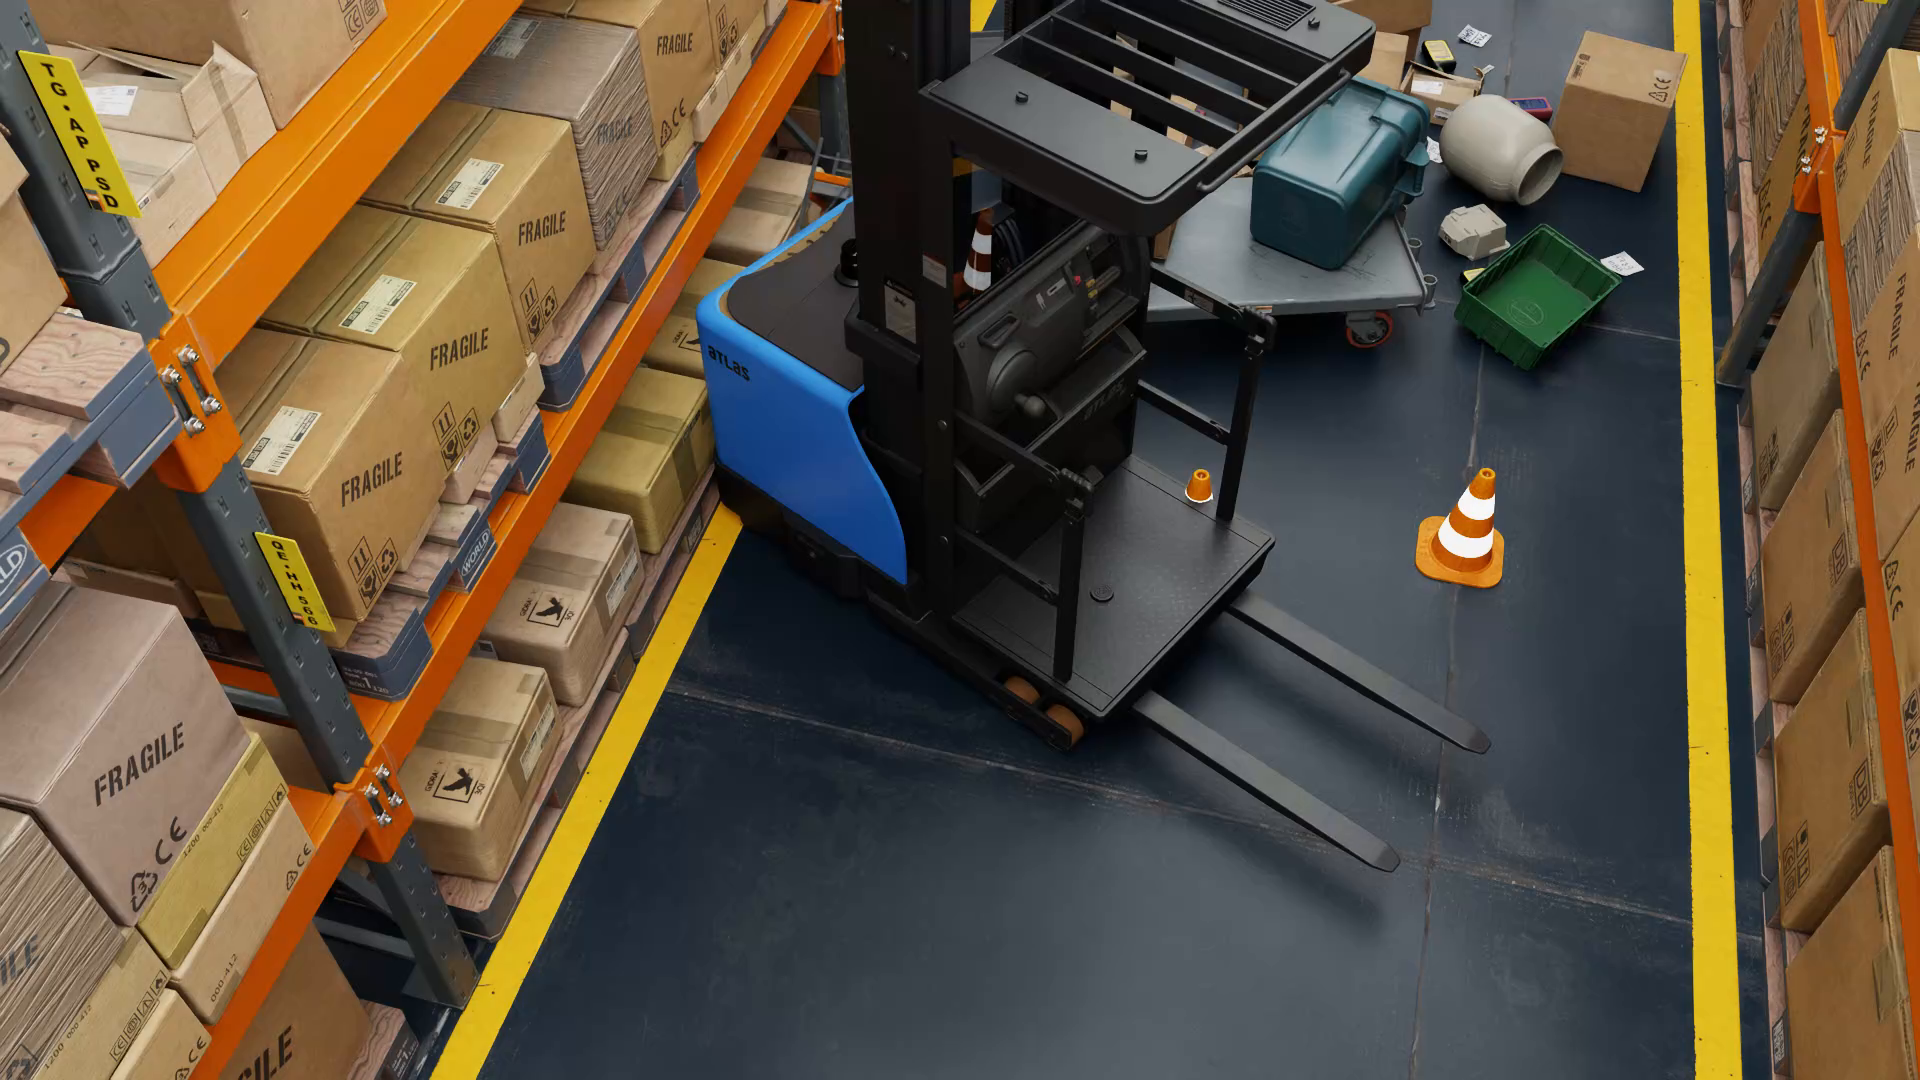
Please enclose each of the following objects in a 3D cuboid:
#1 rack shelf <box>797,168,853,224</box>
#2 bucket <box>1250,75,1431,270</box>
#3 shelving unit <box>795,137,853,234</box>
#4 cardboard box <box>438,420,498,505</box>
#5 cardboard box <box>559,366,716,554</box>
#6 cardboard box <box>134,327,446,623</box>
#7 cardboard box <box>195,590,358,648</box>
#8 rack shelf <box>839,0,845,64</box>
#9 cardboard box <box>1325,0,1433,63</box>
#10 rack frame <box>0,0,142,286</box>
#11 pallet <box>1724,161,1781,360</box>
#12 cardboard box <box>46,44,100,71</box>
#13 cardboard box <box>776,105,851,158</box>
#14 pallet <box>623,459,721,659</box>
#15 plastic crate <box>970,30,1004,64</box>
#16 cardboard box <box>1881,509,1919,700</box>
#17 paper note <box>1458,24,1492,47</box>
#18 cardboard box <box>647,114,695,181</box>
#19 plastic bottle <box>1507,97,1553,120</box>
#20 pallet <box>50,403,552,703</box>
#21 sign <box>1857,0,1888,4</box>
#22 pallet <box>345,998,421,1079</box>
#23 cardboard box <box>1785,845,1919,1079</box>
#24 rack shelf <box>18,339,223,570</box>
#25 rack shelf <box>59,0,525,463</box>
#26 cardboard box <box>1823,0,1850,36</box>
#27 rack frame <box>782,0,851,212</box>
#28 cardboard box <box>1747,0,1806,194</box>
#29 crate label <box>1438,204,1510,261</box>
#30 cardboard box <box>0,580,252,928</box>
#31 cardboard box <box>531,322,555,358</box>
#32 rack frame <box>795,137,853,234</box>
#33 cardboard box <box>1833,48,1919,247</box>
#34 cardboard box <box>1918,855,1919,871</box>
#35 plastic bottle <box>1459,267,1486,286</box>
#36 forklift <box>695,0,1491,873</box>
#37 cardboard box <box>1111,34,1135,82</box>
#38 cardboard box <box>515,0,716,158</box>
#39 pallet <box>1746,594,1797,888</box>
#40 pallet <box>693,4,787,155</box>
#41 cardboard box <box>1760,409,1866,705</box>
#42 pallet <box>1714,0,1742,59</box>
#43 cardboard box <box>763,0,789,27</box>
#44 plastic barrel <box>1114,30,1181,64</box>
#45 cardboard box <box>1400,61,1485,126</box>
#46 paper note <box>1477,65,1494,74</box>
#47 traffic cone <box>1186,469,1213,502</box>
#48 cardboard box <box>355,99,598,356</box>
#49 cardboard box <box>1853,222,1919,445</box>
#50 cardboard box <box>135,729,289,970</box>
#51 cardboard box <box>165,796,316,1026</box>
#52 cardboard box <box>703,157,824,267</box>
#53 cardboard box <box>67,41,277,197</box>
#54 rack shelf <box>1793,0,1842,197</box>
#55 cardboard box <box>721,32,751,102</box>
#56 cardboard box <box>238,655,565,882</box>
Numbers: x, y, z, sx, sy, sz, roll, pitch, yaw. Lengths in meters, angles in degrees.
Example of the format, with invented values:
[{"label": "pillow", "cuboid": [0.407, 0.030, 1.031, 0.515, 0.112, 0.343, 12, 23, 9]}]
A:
[{"label": "rack shelf", "cuboid": [-0.526, -1.409, 7.043, 0.215, 0.240, 0.259, 15, 91, 13]}, {"label": "bucket", "cuboid": [1.611, -1.587, 7.238, 0.726, 0.611, 0.620, 28, 64, 22]}, {"label": "shelving unit", "cuboid": [-0.595, -1.144, 7.050, 0.215, 0.252, 1.050, 15, 91, 13]}, {"label": "cardboard box", "cuboid": [-1.568, -0.265, 4.789, 0.380, 0.149, 0.250, 9, 49, 8]}, {"label": "cardboard box", "cuboid": [-1.506, -0.383, 6.479, 0.950, 0.372, 0.625, 13, 50, 11]}, {"label": "cardboard box", "cuboid": [-1.714, -0.174, 4.277, 0.500, 0.500, 0.500, 10, 49, 9]}, {"label": "cardboard box", "cuboid": [-1.791, 0.122, 4.448, 0.380, 0.149, 0.250, 9, 49, 8]}, {"label": "rack shelf", "cuboid": [-0.477, -3.726, 8.436, 1.077, 0.370, 4.000, 12, 50, 10]}, {"label": "cardboard box", "cuboid": [2.030, -2.814, 8.817, 0.797, 0.503, 0.637, -19, 51, -16]}, {"label": "rack frame", "cuboid": [-2.056, -1.609, 2.087, 1.000, 3.000, 0.127, 12, 50, 10]}, {"label": "pallet", "cuboid": [4.075, -1.225, 7.609, 1.003, 0.211, 1.213, 12, 50, 10]}, {"label": "cardboard box", "cuboid": [-2.118, -0.984, 3.704, 0.380, 0.149, 0.250, 12, 50, 10]}, {"label": "cardboard box", "cuboid": [-0.587, -2.120, 8.093, 0.500, 0.250, 0.500, 10, 49, 8]}, {"label": "pallet", "cuboid": [-1.526, -0.146, 6.657, 1.003, 0.211, 1.213, 12, 50, 10]}, {"label": "plastic crate", "cuboid": [0.201, -2.525, 8.844, 0.402, 0.080, 0.583, -4, 49, -3]}, {"label": "cardboard box", "cuboid": [2.870, 0.146, 4.473, 0.500, 0.500, 0.500, 11, 49, 9]}, {"label": "paper note", "cuboid": [2.812, -2.755, 9.081, 0.144, 0.017, 0.142, 28, 54, 22]}, {"label": "cardboard box", "cuboid": [-1.155, -1.411, 5.801, 0.380, 0.149, 0.250, 12, 50, 10]}, {"label": "plastic bottle", "cuboid": [2.900, -2.224, 8.591, 0.283, 0.061, 0.133, -4, 49, -3]}, {"label": "pallet", "cuboid": [-1.971, -0.097, 4.882, 1.213, 0.211, 1.003, 12, 50, 10]}, {"label": "sign", "cuboid": [3.263, -2.034, 5.834, 0.100, 0.325, 0.005, 12, 50, 10]}, {"label": "pallet", "cuboid": [-2.336, 1.854, 4.892, 1.003, 0.211, 1.213, 12, 50, 10]}, {"label": "cardboard box", "cuboid": [2.993, 1.463, 4.598, 1.050, 0.750, 0.750, 11, 49, 10]}, {"label": "rack shelf", "cuboid": [-2.582, 1.068, 2.205, 1.077, 0.370, 4.000, 12, 50, 10]}, {"label": "rack shelf", "cuboid": [-1.529, -1.825, 4.758, 1.077, 0.370, 4.000, 12, 50, 10]}, {"label": "cardboard box", "cuboid": [4.007, -2.335, 6.629, 0.875, 0.550, 0.550, 12, 50, 10]}, {"label": "rack frame", "cuboid": [-1.003, -2.517, 6.890, 1.000, 3.000, 0.127, 12, 50, 10]}, {"label": "cardboard box", "cuboid": [4.266, -2.143, 7.697, 0.875, 0.875, 0.875, 12, 50, 10]}, {"label": "crate label", "cuboid": [2.429, -1.466, 7.871, 0.298, 0.136, 0.250, -19, 51, -16]}, {"label": "cardboard box", "cuboid": [-1.940, 0.438, 3.548, 0.500, 0.500, 0.500, 10, 49, 9]}, {"label": "cardboard box", "cuboid": [-1.487, -0.649, 5.129, 0.380, 0.149, 0.250, 14, 50, 12]}, {"label": "rack frame", "cuboid": [-0.622, -1.149, 6.931, 0.200, 0.008, 1.050, 15, 91, 13]}, {"label": "cardboard box", "cuboid": [3.401, -1.319, 5.766, 0.500, 0.500, 0.500, 12, 50, 10]}, {"label": "cardboard box", "cuboid": [2.606, 0.868, 3.835, 0.500, 0.500, 0.500, 12, 50, 10]}, {"label": "plastic bottle", "cuboid": [2.416, -1.139, 7.633, 0.133, 0.061, 0.283, -11, 50, -10]}, {"label": "forklift", "cuboid": [0.473, -0.666, 5.302, 3.031, 2.935, 1.130, 33, 56, 25]}, {"label": "cardboard box", "cuboid": [0.592, -2.197, 8.273, 0.500, 0.500, 0.500, -27, 54, -22]}, {"label": "cardboard box", "cuboid": [-1.174, -1.677, 5.603, 0.500, 0.500, 0.500, 13, 50, 11]}, {"label": "pallet", "cuboid": [3.349, 0.768, 5.851, 1.003, 0.211, 1.213, 12, 50, 10]}, {"label": "pallet", "cuboid": [-1.345, -1.930, 6.499, 1.003, 0.211, 1.213, 12, 50, 10]}, {"label": "cardboard box", "cuboid": [3.465, 0.156, 5.751, 1.050, 0.750, 0.750, 12, 50, 10]}, {"label": "pallet", "cuboid": [4.717, -2.990, 9.167, 1.003, 0.211, 1.213, 12, 50, 10]}, {"label": "cardboard box", "cuboid": [-0.872, -2.146, 6.450, 0.380, 0.149, 0.250, 12, 50, 11]}, {"label": "plastic barrel", "cuboid": [0.967, -2.765, 8.827, 0.421, 0.421, 0.512, -27, 54, -22]}, {"label": "cardboard box", "cuboid": [2.475, -2.315, 8.535, 0.396, 0.266, 0.258, 19, 51, 16]}, {"label": "paper note", "cuboid": [2.804, -2.505, 8.873, 0.123, 0.001, 0.032, -37, 58, -28]}, {"label": "traffic cone", "cuboid": [0.910, -0.097, 6.446, 0.336, 0.463, 0.334, 12, 50, 10]}, {"label": "cardboard box", "cuboid": [-1.451, -0.938, 4.951, 0.500, 0.500, 0.500, 12, 50, 11]}, {"label": "cardboard box", "cuboid": [3.135, -0.593, 5.125, 0.500, 0.500, 0.500, 11, 50, 10]}, {"label": "cardboard box", "cuboid": [-1.938, 0.661, 3.852, 0.500, 0.250, 0.500, 11, 50, 10]}, {"label": "cardboard box", "cuboid": [-1.939, 0.843, 4.024, 0.500, 0.250, 0.500, 10, 49, 9]}, {"label": "cardboard box", "cuboid": [-1.139, -1.407, 7.382, 0.950, 0.372, 0.625, 12, 50, 11]}, {"label": "cardboard box", "cuboid": [-1.742, -0.951, 3.596, 0.396, 0.266, 0.258, 12, 50, 10]}, {"label": "rack shelf", "cuboid": [4.325, -2.822, 7.639, 1.077, 0.370, 4.000, 12, 50, 10]}, {"label": "cardboard box", "cuboid": [-0.992, -1.765, 6.114, 0.380, 0.149, 0.250, 11, 49, 9]}, {"label": "cardboard box", "cuboid": [-1.898, 0.700, 5.523, 0.950, 0.372, 0.625, 9, 49, 7]}]
